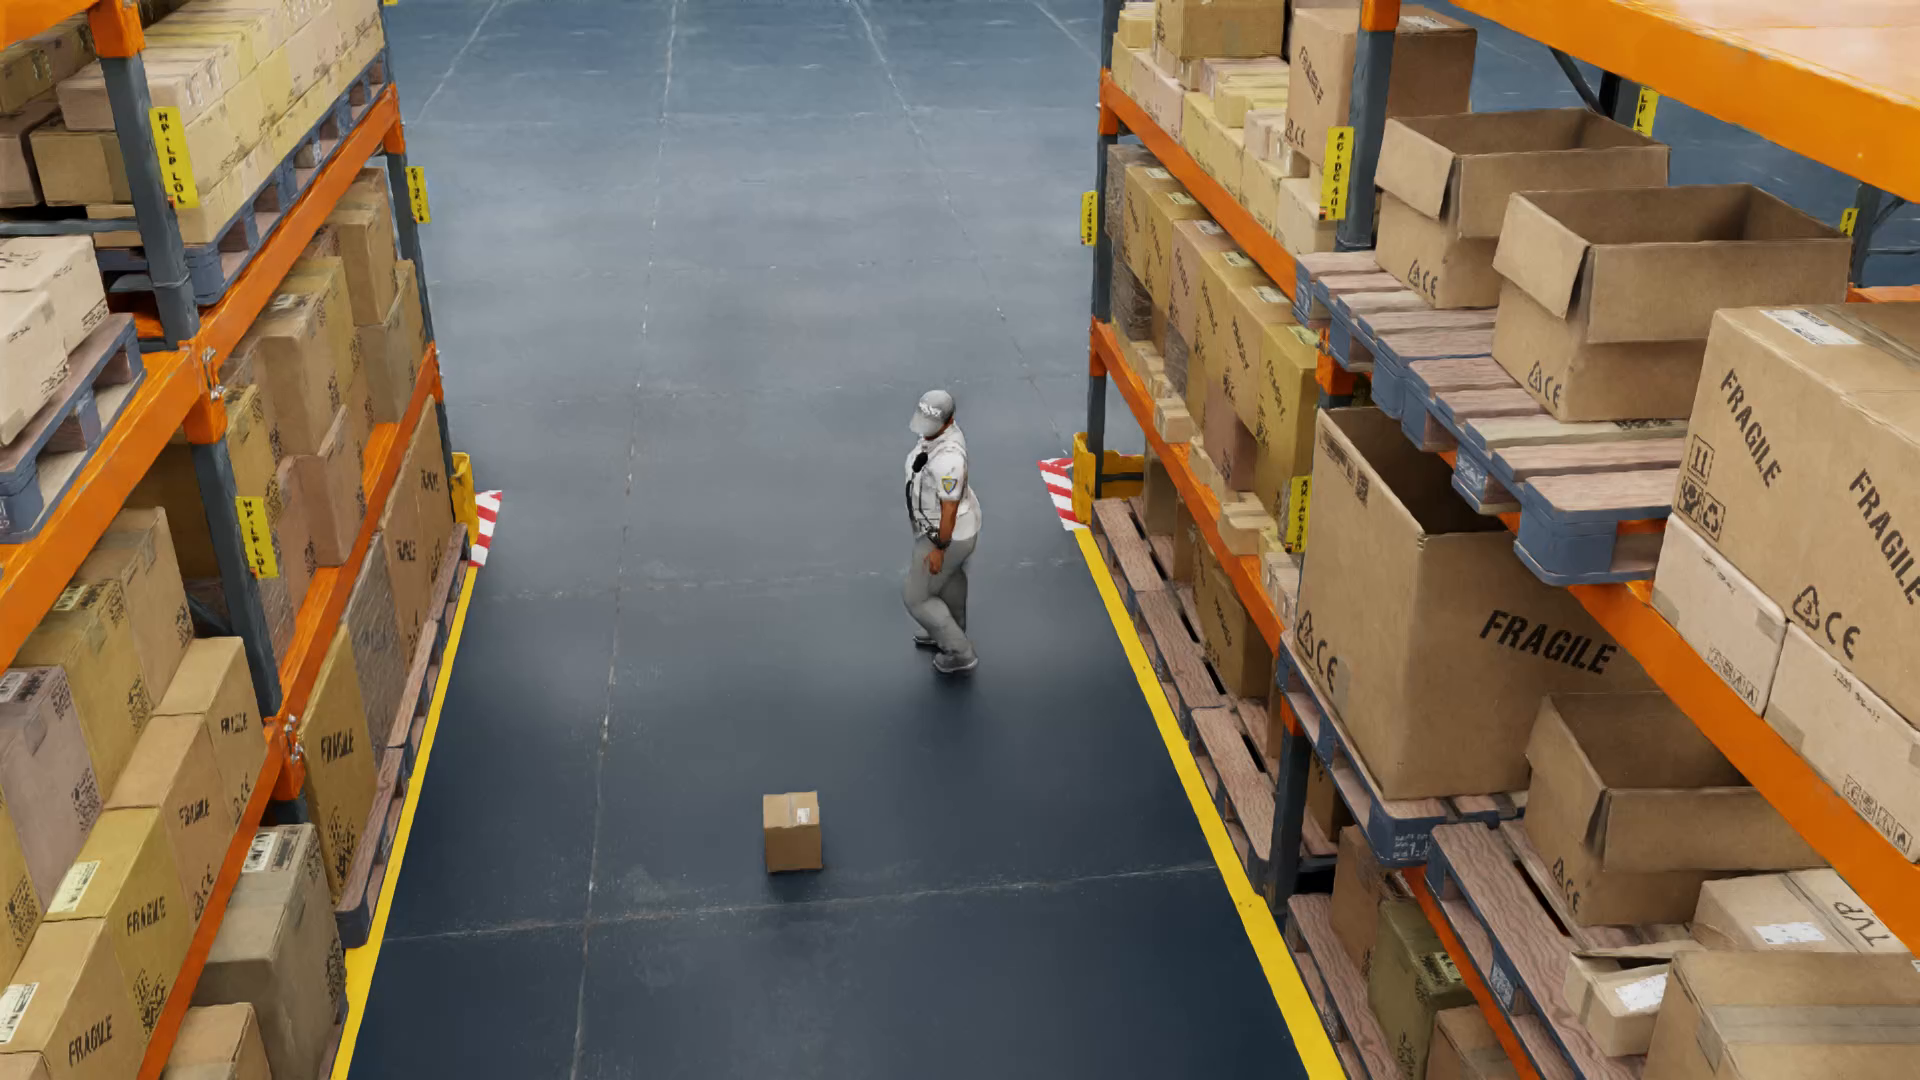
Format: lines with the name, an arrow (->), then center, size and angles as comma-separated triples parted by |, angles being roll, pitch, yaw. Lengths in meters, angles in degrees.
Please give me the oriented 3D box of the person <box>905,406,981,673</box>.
person -> -0.088, -0.060, 8.767 | 0.401, 1.627, 0.600 | 1, 27, 1
